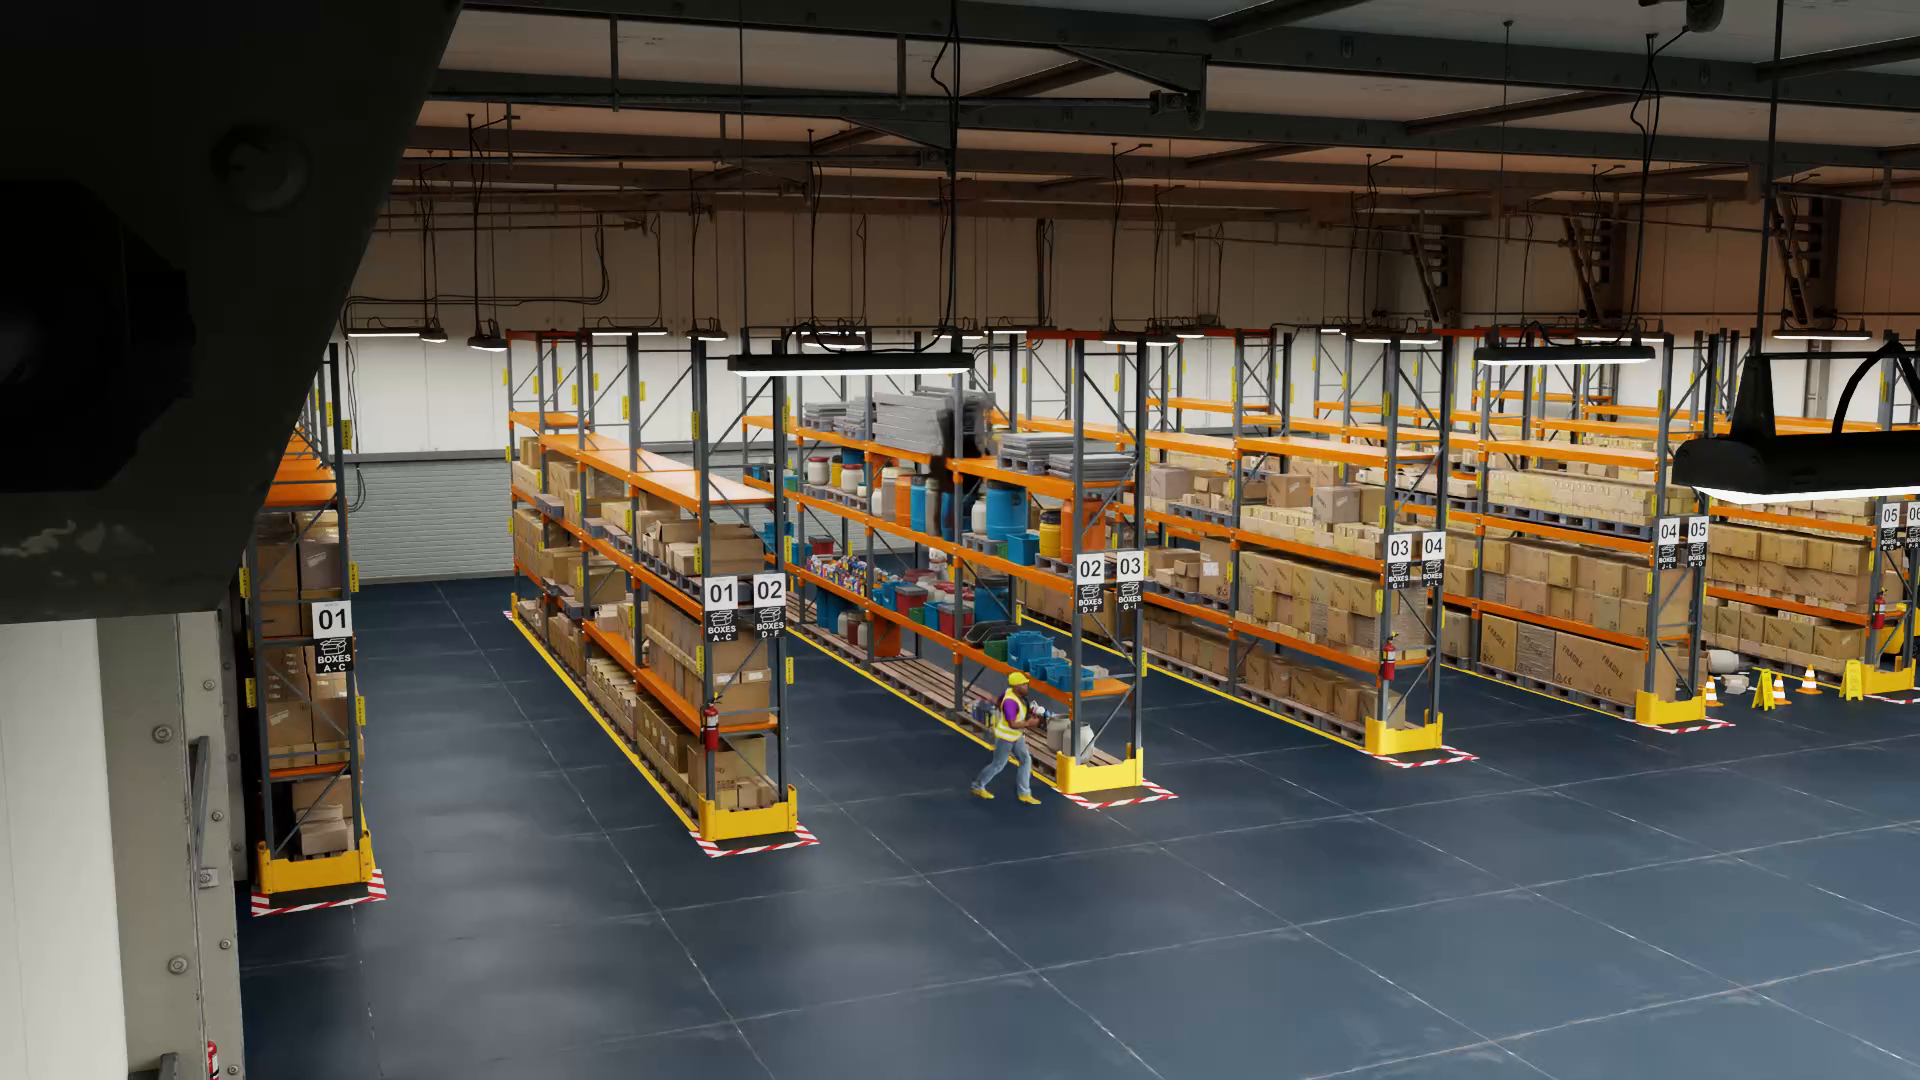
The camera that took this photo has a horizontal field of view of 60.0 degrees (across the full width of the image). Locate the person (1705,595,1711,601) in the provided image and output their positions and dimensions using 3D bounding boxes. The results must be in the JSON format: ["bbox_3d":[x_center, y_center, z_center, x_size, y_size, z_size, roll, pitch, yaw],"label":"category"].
[{"bbox_3d":[15.291,0.906,33.658,0.707,1.732,0.863,-5,9,-31],"label":"person"}]

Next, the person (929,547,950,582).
[{"bbox_3d":[-0.474,0.645,35.870,0.508,1.637,0.934,-4,9,-26],"label":"person"}]

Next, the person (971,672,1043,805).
[{"bbox_3d":[0.619,2.555,21.405,0.966,1.759,0.717,3,8,19],"label":"person"}]
